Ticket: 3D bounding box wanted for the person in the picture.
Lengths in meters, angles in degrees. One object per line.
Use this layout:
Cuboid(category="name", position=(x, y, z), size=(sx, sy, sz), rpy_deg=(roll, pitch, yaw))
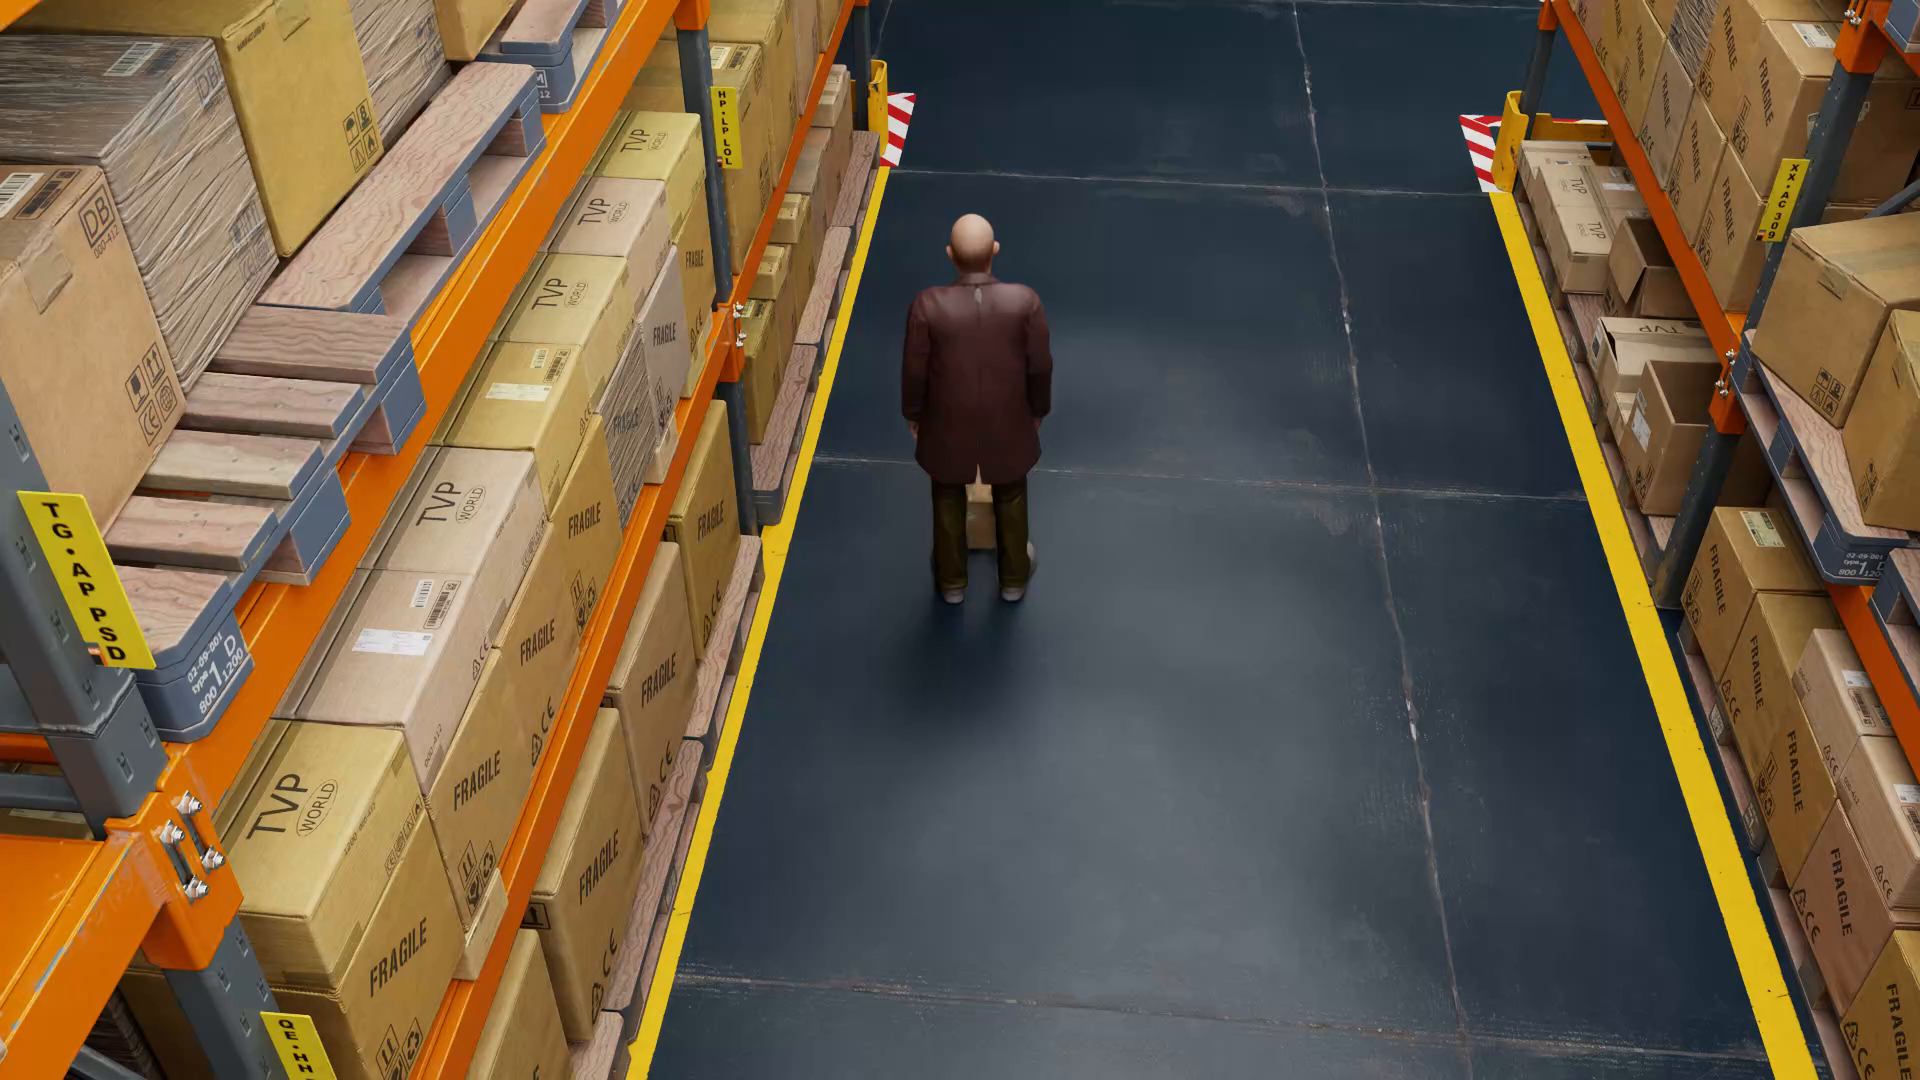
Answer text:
Cuboid(category="person", position=(0.066, -0.502, 6.775), size=(0.612, 1.775, 0.426), rpy_deg=(-1, 40, -2))
